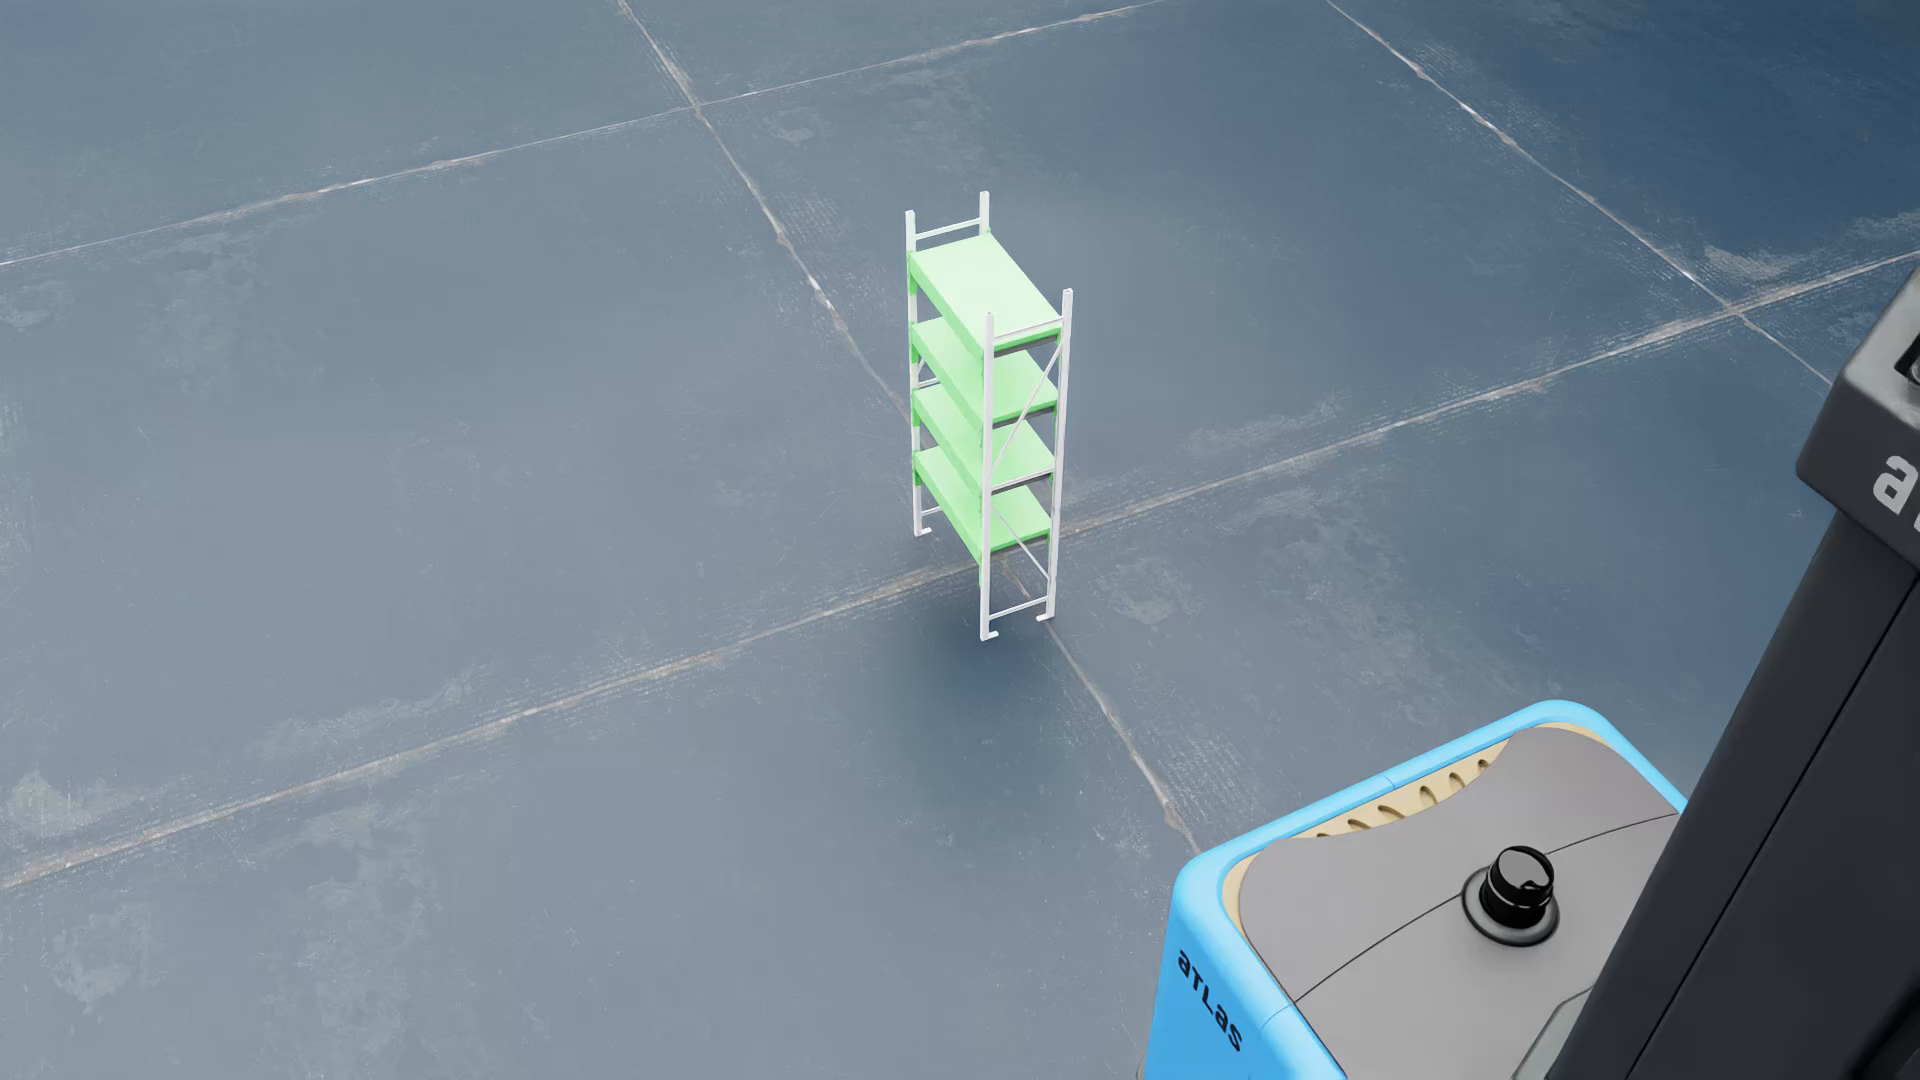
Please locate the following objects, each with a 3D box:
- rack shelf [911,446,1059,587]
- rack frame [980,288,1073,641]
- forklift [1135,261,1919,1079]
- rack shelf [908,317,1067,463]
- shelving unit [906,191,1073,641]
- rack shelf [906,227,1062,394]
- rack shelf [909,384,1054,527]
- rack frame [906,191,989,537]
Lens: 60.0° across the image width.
[{"bbox_3d":[0.070,-0.105,4.935,0.258,0.148,0.480,-18,47,-17],"label":"rack shelf"},{"bbox_3d":[0.172,-0.166,4.564,0.240,1.200,0.015,-18,47,-17],"label":"rack frame"},{"bbox_3d":[1.500,1.104,2.044,1.130,2.935,3.031,-20,48,-19],"label":"forklift"},{"bbox_3d":[0.070,-0.447,4.598,0.258,0.148,0.480,-18,47,-17],"label":"rack shelf"},{"bbox_3d":[0.070,-0.322,4.722,0.258,1.200,0.503,-18,47,-17],"label":"shelving unit"},{"bbox_3d":[0.070,-0.618,4.429,0.258,0.148,0.480,-18,47,-17],"label":"rack shelf"},{"bbox_3d":[0.070,-0.276,4.767,0.258,0.148,0.480,-18,47,-17],"label":"rack shelf"},{"bbox_3d":[-0.033,-0.477,4.879,0.240,1.200,0.015,-18,47,-17],"label":"rack frame"}]
